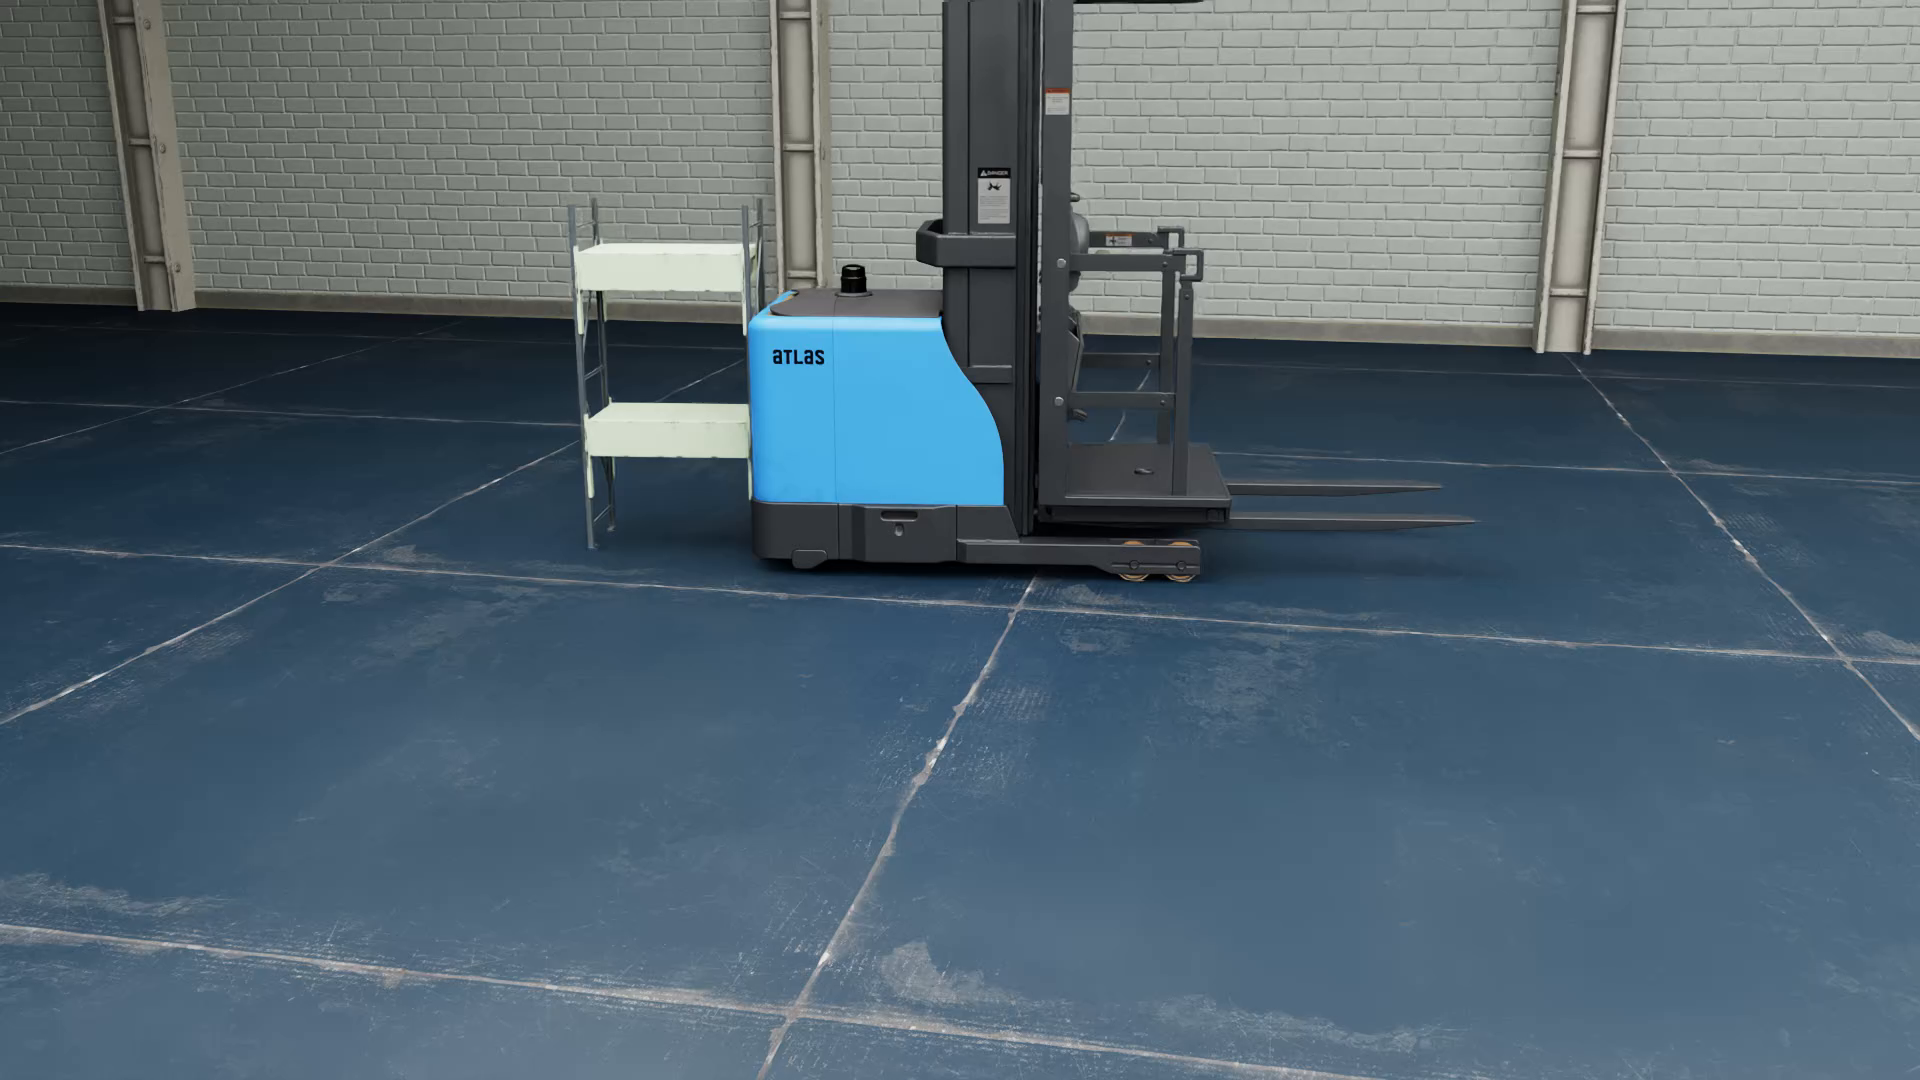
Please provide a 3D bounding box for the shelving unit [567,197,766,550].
[{"bbox_3d":[-1.250,-0.726,7.302,0.755,1.500,0.431,1,16,3],"label":"shelving unit"}]

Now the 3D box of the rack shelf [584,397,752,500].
[{"bbox_3d":[-1.250,-0.412,7.389,0.720,0.370,0.431,1,16,3],"label":"rack shelf"}]

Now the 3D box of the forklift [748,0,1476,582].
[{"bbox_3d":[0.658,-1.384,6.999,3.031,2.935,1.130,1,16,3],"label":"forklift"}]

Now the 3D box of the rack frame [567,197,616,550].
[{"bbox_3d":[-1.616,-0.731,7.321,0.023,1.500,0.400,1,16,3],"label":"rack frame"}]

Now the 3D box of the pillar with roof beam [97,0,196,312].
[{"bbox_3d":[-8.018,-5.300,9.770,0.400,9.000,9.100,3,16,11],"label":"pillar with roof beam"}]

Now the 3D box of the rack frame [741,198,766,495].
[{"bbox_3d":[-0.885,-0.720,7.283,0.023,1.500,0.400,1,16,3],"label":"rack frame"}]

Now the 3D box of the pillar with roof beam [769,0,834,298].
[{"bbox_3d":[-2.139,-4.981,8.618,0.400,9.000,9.100,3,16,11],"label":"pillar with roof beam"}]

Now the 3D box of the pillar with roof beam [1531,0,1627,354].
[{"bbox_3d":[3.741,-4.662,7.465,0.400,9.000,9.100,3,16,11],"label":"pillar with roof beam"}]

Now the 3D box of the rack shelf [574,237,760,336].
[{"bbox_3d":[-1.250,-1.102,7.198,0.720,0.370,0.431,1,16,3],"label":"rack shelf"}]
